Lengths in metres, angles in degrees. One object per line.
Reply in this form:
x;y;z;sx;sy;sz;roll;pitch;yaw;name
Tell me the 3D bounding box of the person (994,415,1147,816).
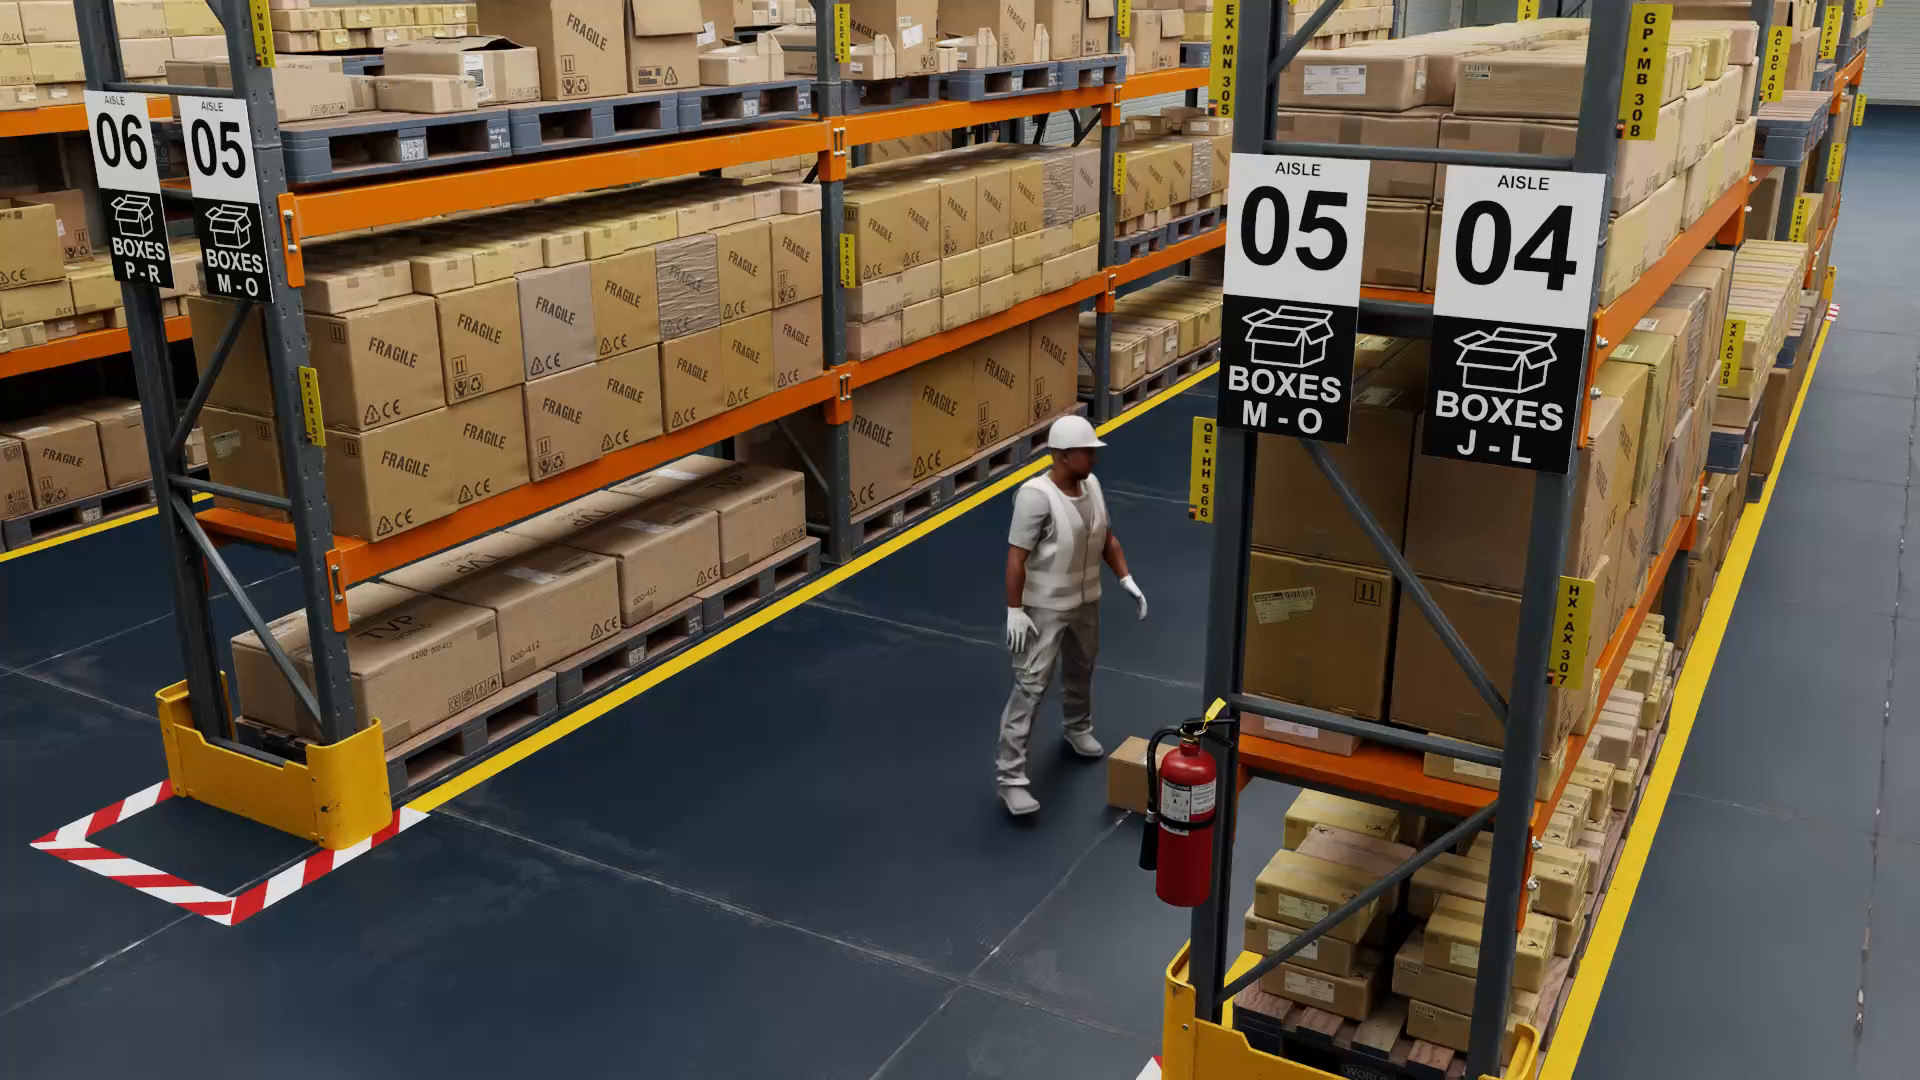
0.448;0.314;7.643;0.895;1.755;0.571;-16;25;-39;person
